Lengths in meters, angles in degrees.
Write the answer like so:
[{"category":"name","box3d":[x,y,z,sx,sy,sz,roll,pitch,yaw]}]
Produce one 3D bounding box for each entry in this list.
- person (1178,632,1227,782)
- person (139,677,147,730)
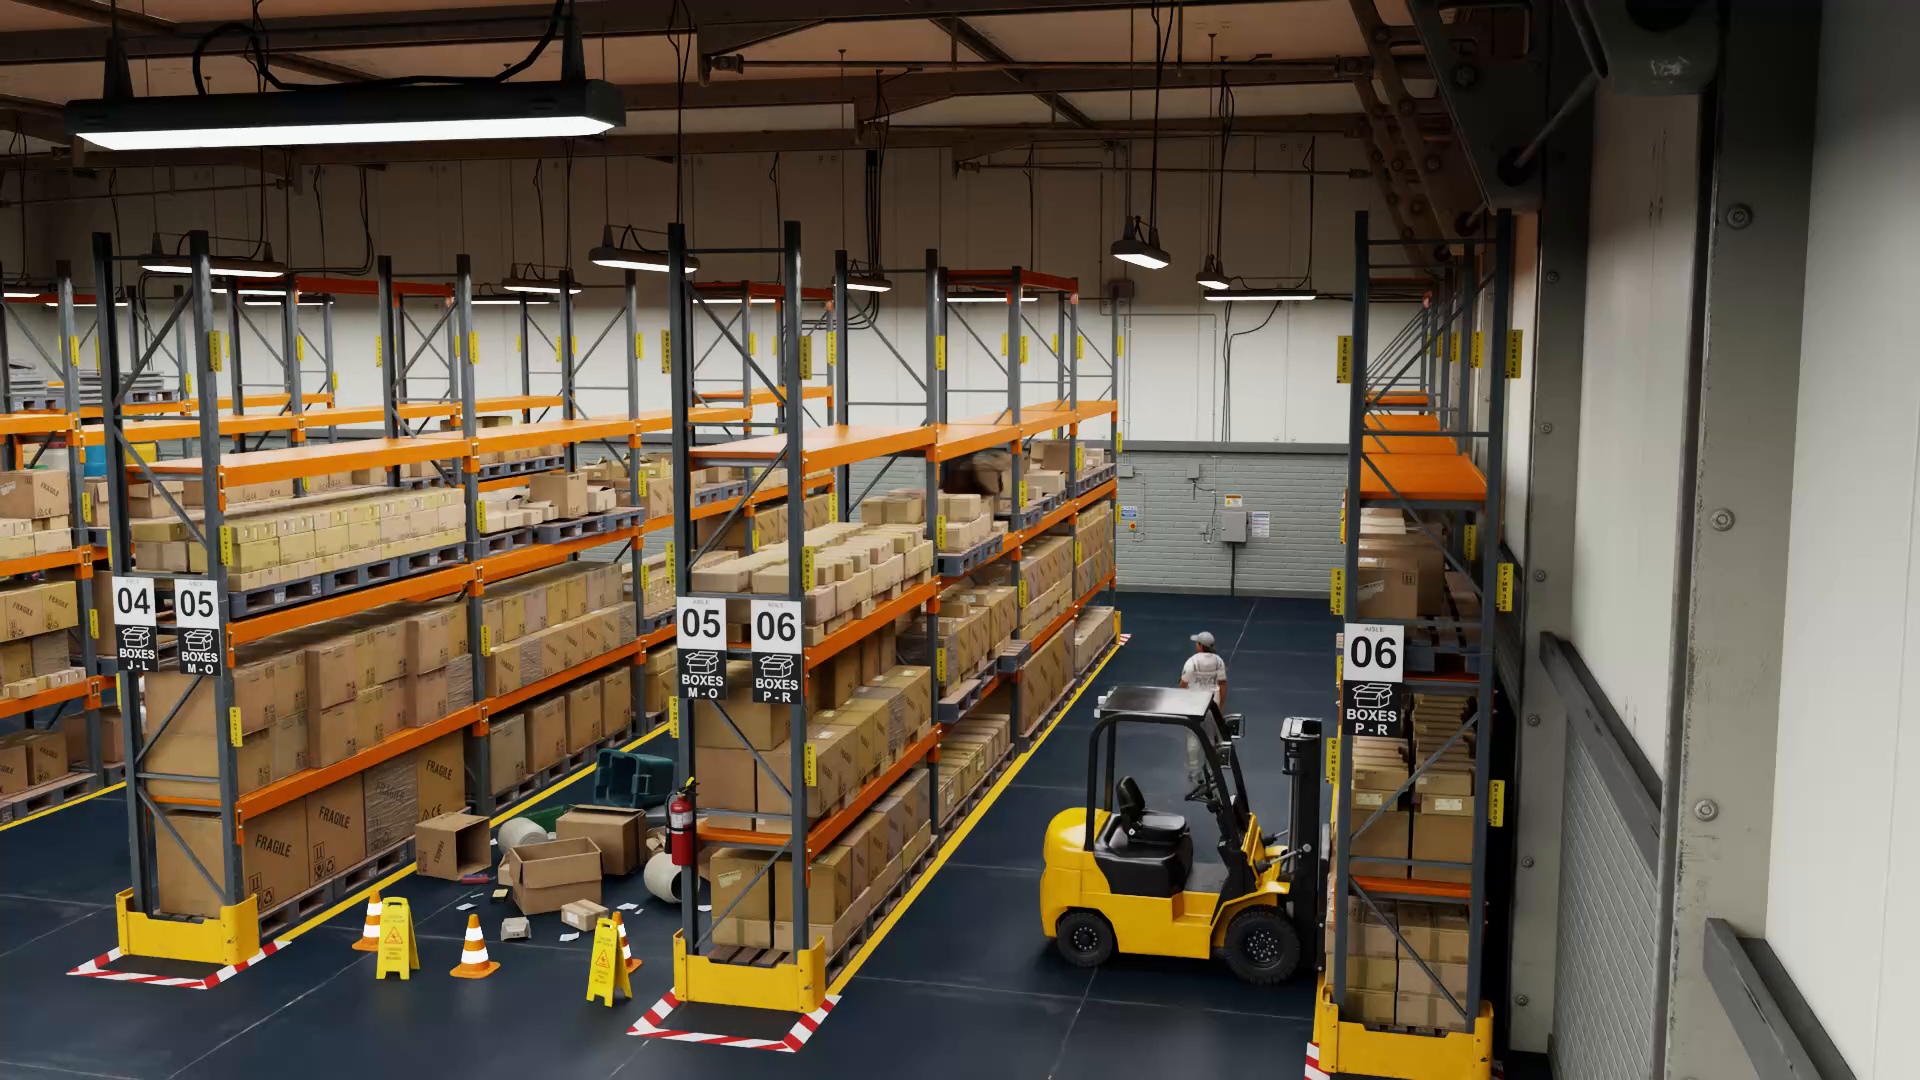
[{"category":"person","box3d":[2.643,1.834,18.274,0.558,1.703,0.720,1,7,5]},{"category":"person","box3d":[-8.095,2.251,16.845,0.480,1.825,0.662,3,7,20]}]
